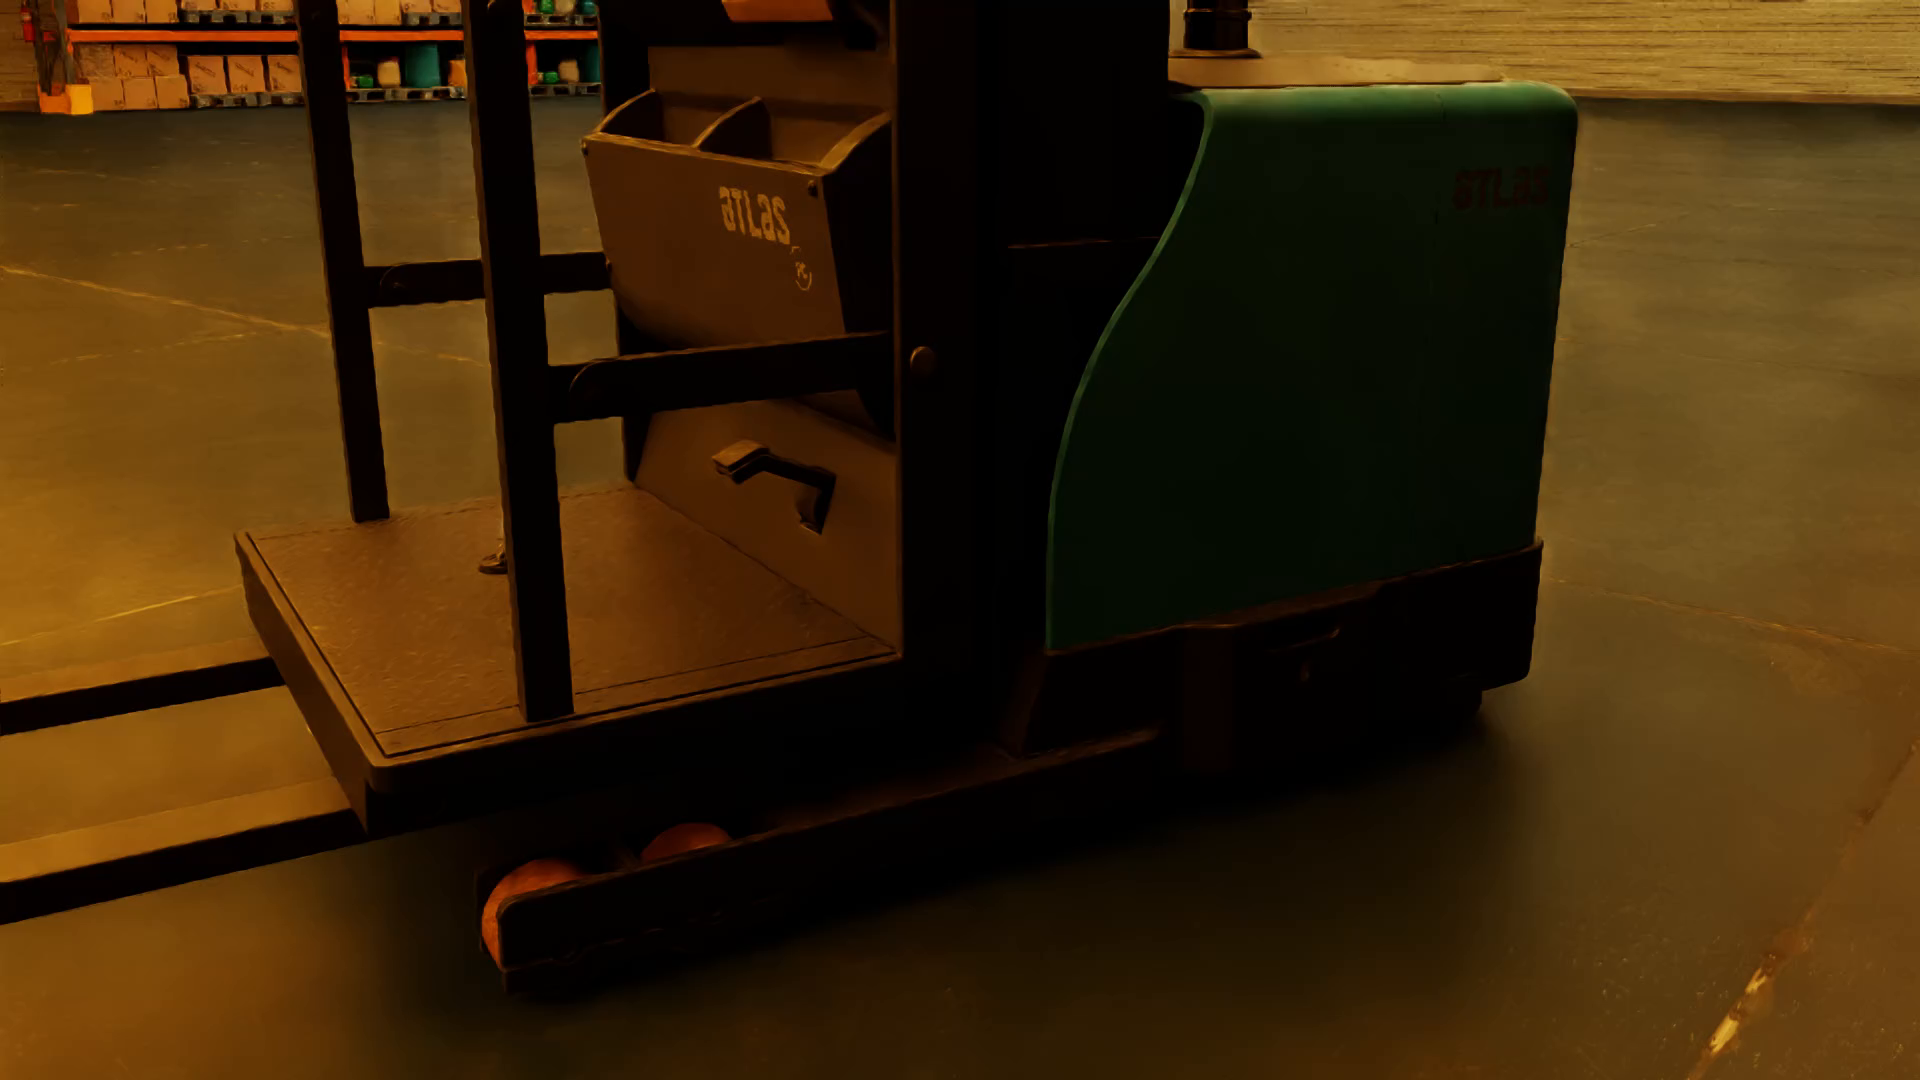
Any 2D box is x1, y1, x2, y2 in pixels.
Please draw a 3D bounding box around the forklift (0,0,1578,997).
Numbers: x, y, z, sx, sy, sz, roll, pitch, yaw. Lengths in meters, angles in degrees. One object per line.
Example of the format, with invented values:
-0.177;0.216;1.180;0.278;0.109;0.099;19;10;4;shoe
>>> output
-0.522;-1.010;2.222;3.031;2.935;1.130;-10;19;-29;forklift
